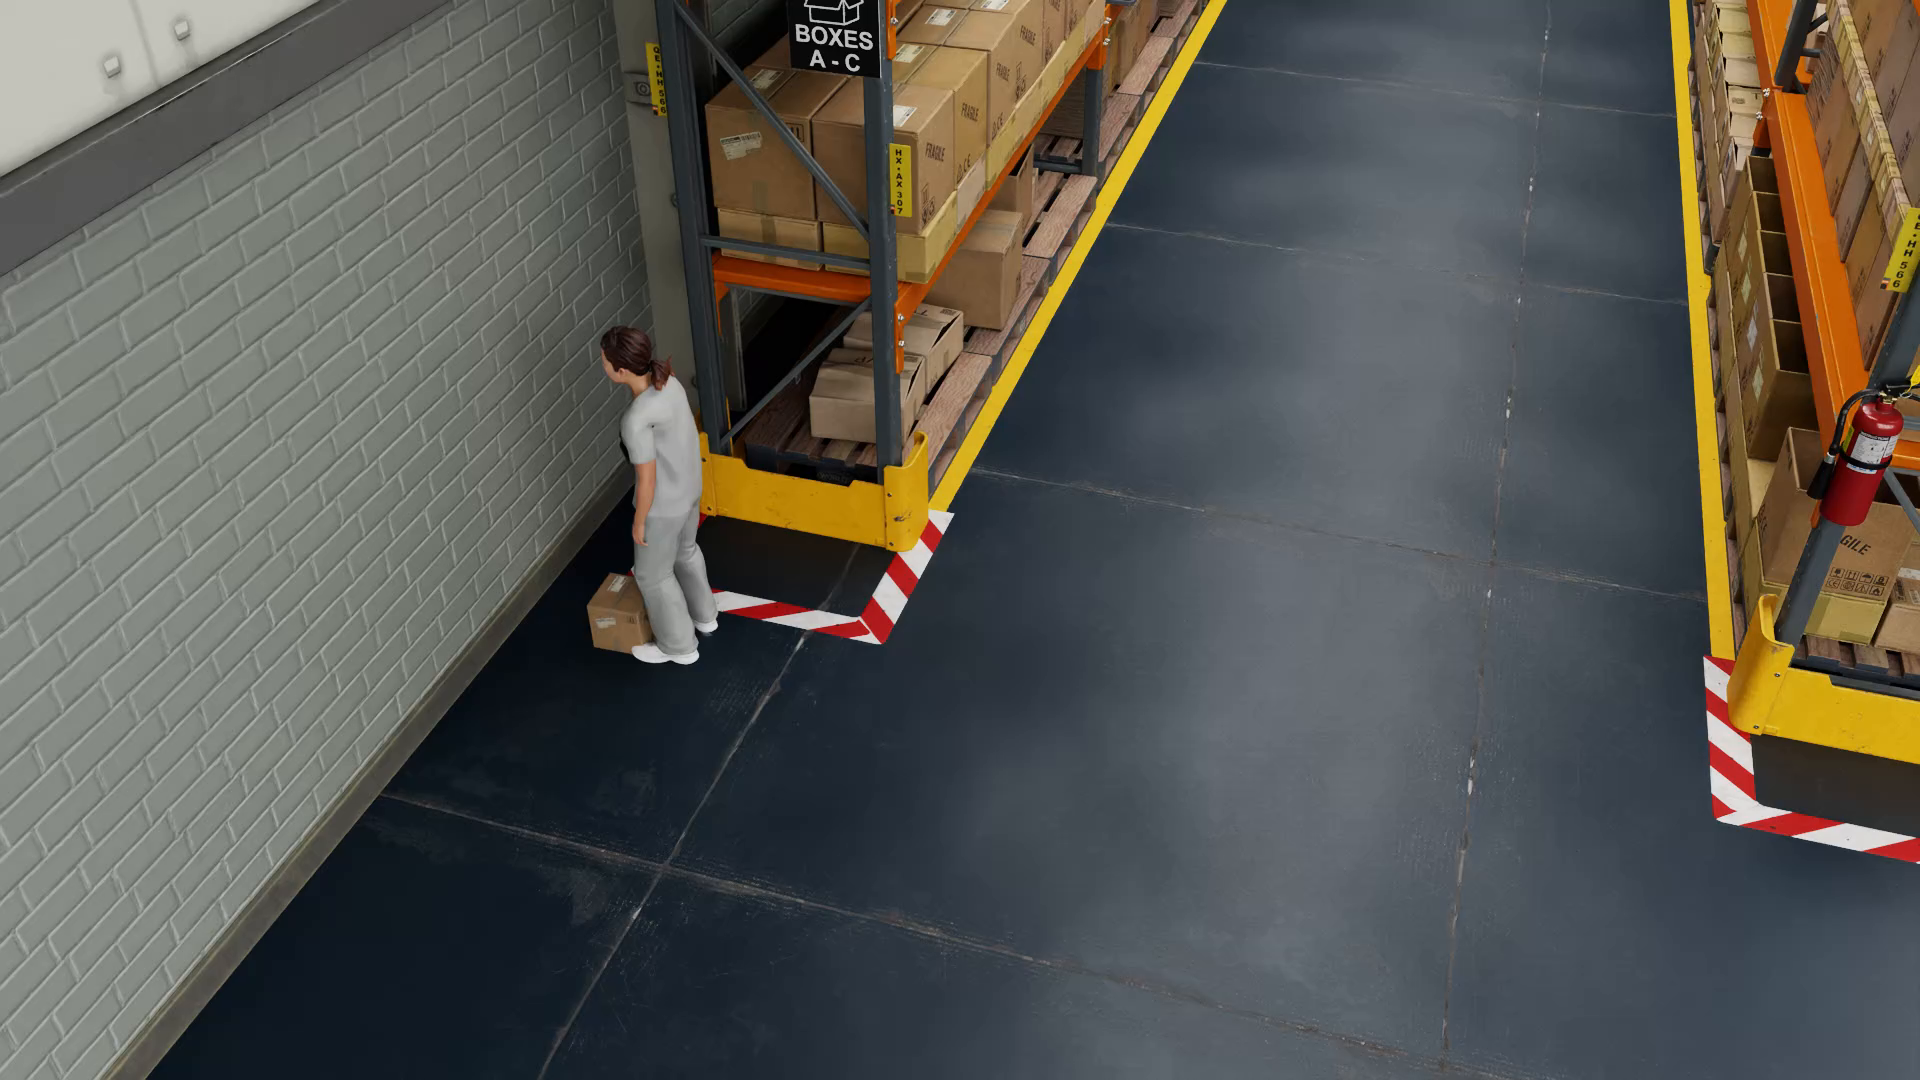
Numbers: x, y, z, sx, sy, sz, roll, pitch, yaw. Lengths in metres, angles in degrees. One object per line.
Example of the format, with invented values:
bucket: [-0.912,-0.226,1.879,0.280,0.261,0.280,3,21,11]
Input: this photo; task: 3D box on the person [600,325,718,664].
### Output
person: [-1.287,-0.188,7.141,0.365,1.671,0.504,9,38,11]
